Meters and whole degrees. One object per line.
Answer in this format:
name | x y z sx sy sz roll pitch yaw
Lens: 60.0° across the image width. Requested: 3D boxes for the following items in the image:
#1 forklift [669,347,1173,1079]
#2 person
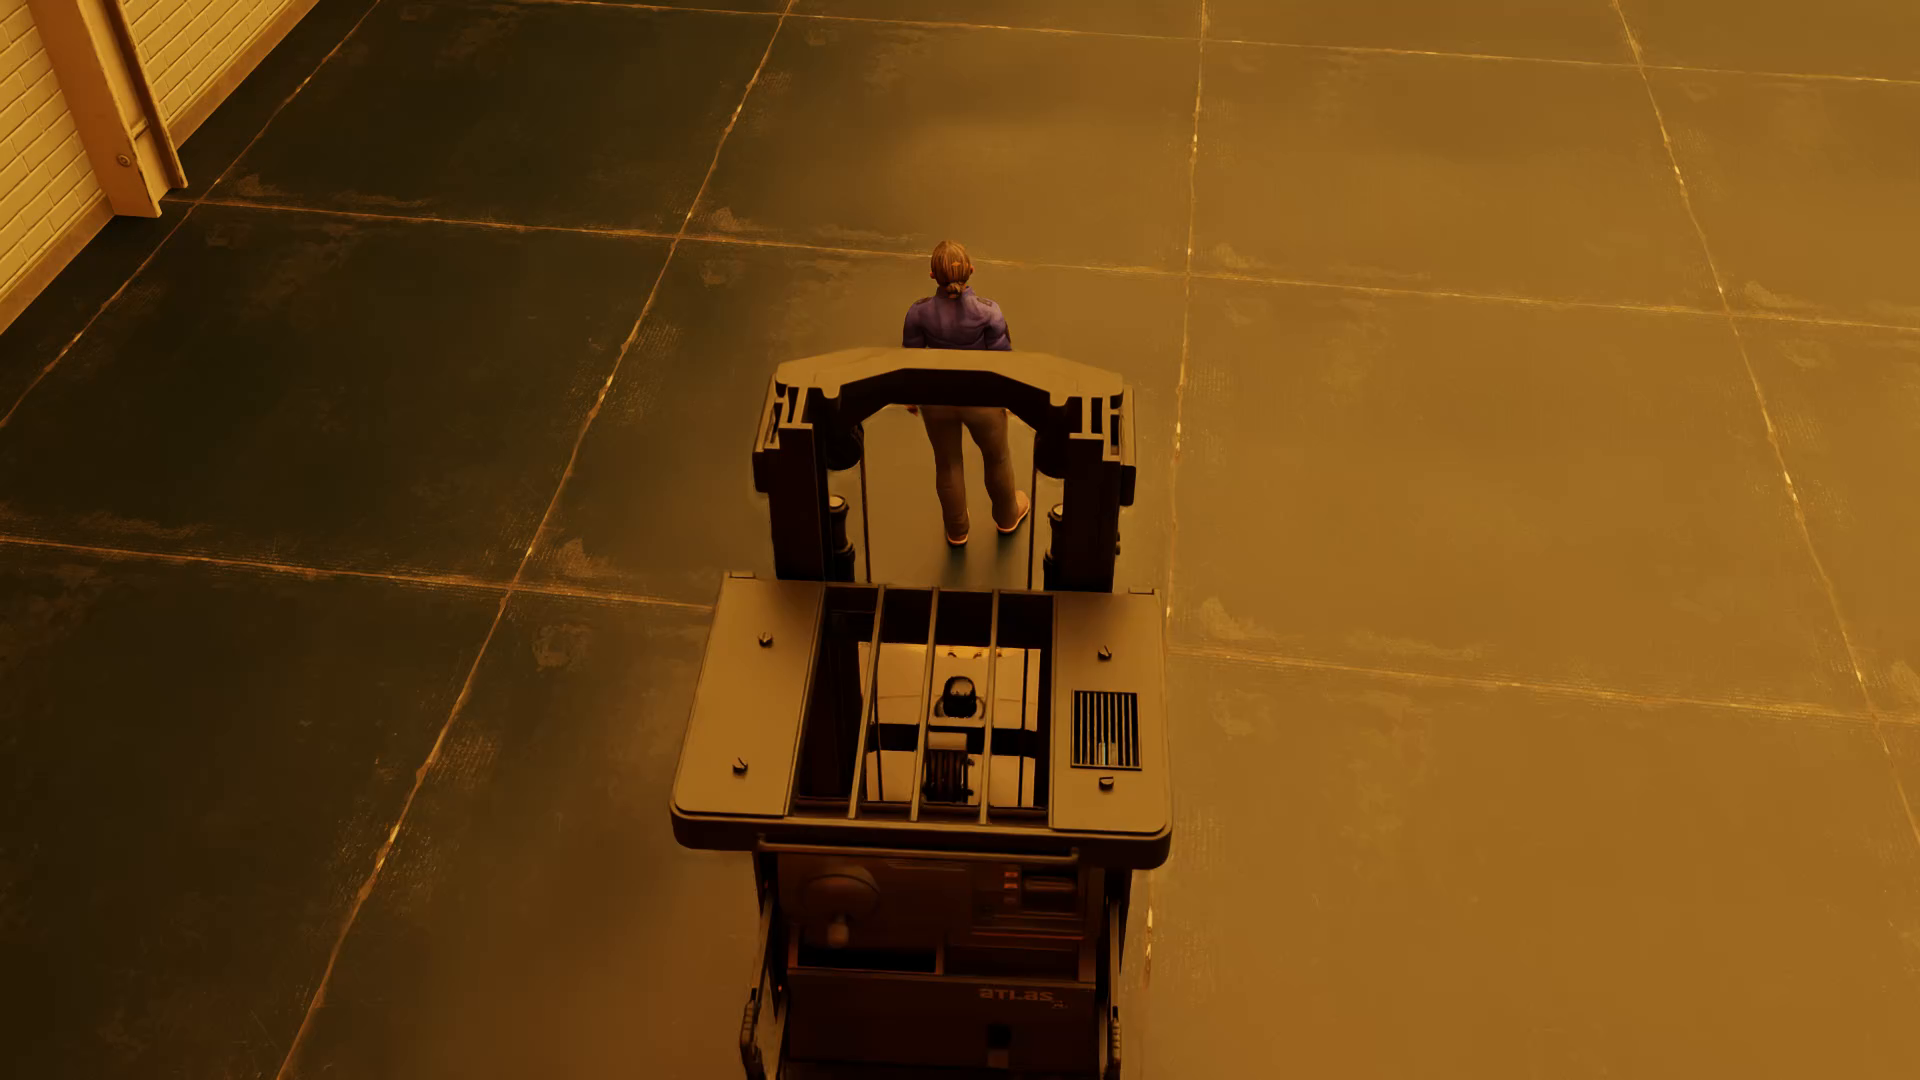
forklift | -0.064 1.060 4.571 1.130 2.935 3.031 2 43 2
person | 0.031 -0.671 7.388 0.569 1.654 0.504 5 43 6
